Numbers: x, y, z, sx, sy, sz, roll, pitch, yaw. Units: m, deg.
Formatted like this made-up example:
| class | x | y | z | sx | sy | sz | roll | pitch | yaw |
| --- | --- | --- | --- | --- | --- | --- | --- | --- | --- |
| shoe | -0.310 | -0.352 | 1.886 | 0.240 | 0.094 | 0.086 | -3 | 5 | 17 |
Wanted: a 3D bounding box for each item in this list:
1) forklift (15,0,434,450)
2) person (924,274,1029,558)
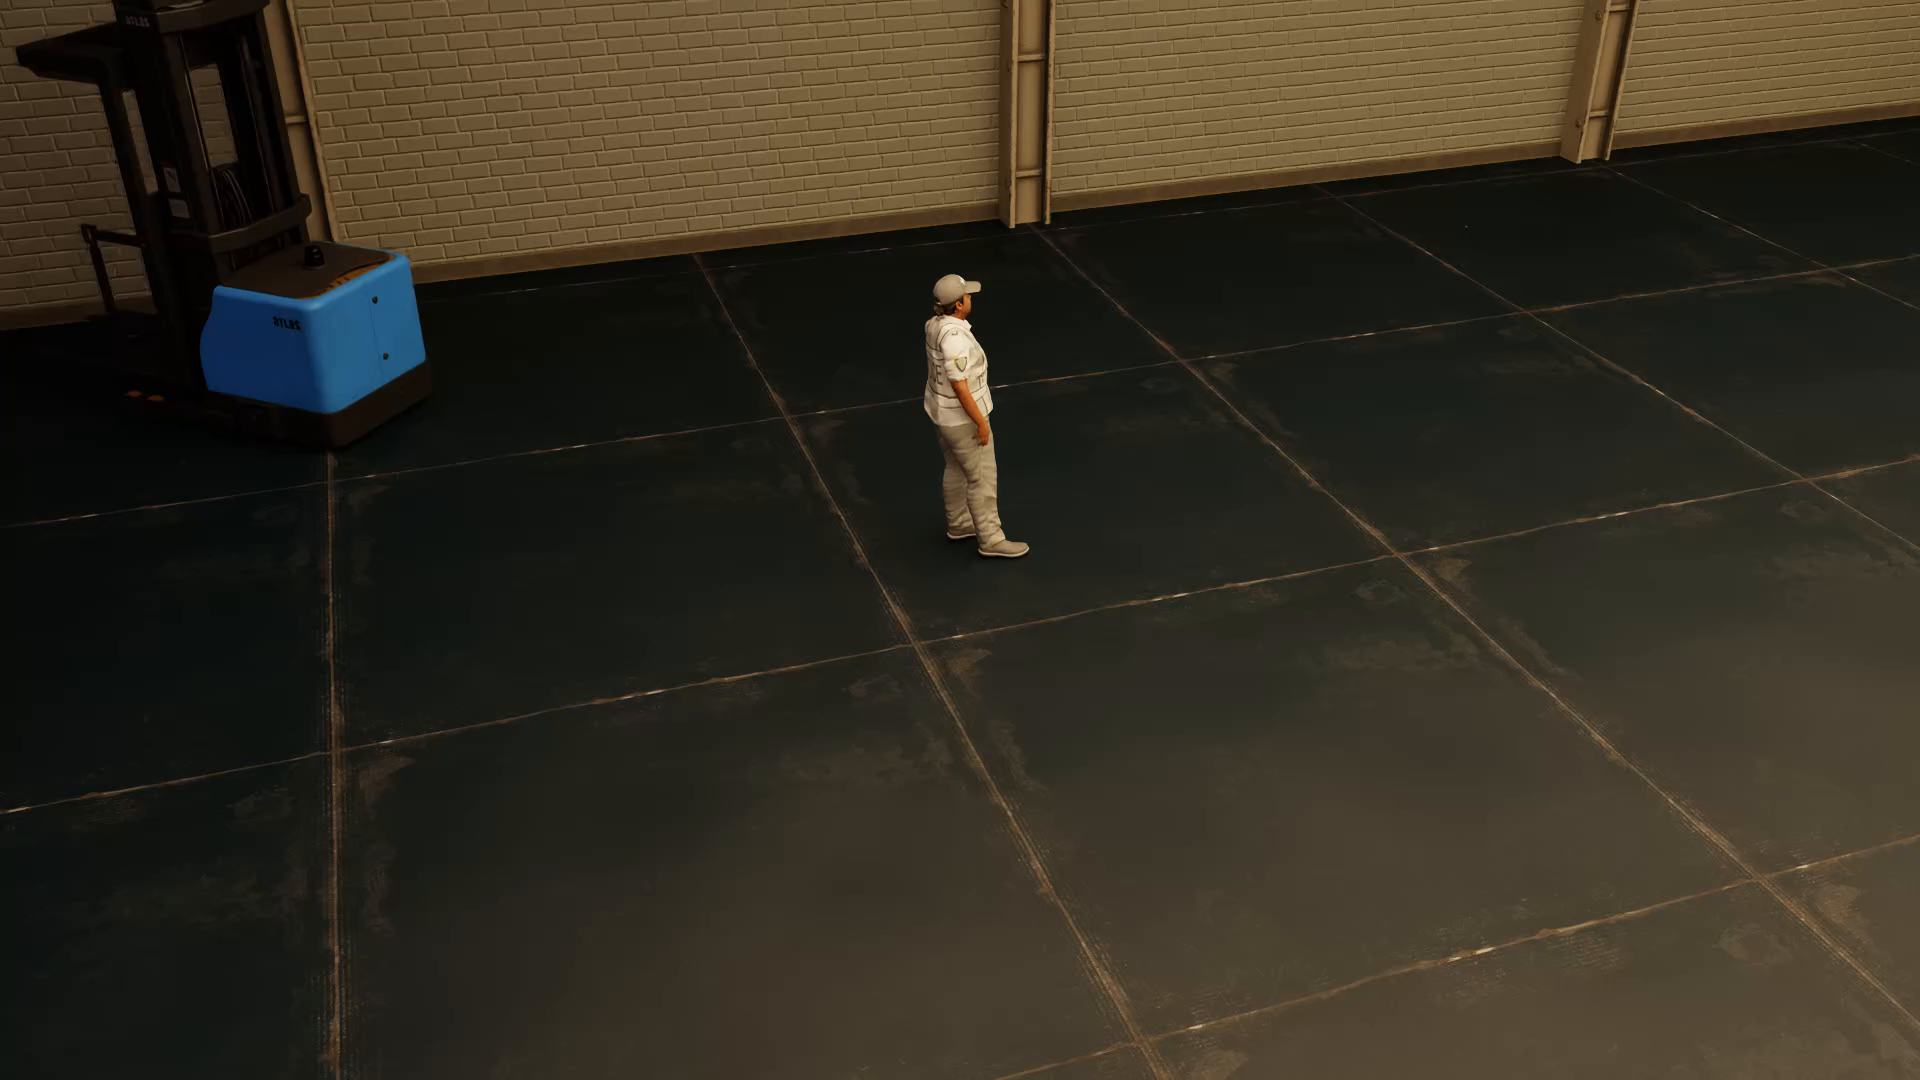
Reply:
| class | x | y | z | sx | sy | sz | roll | pitch | yaw |
| --- | --- | --- | --- | --- | --- | --- | --- | --- | --- |
| forklift | -5.272 | -2.331 | 11.138 | 3.031 | 2.935 | 1.130 | 12 | 32 | 19 |
| person | 0.080 | -0.731 | 9.609 | 0.529 | 1.670 | 0.598 | -10 | 31 | -16 |
